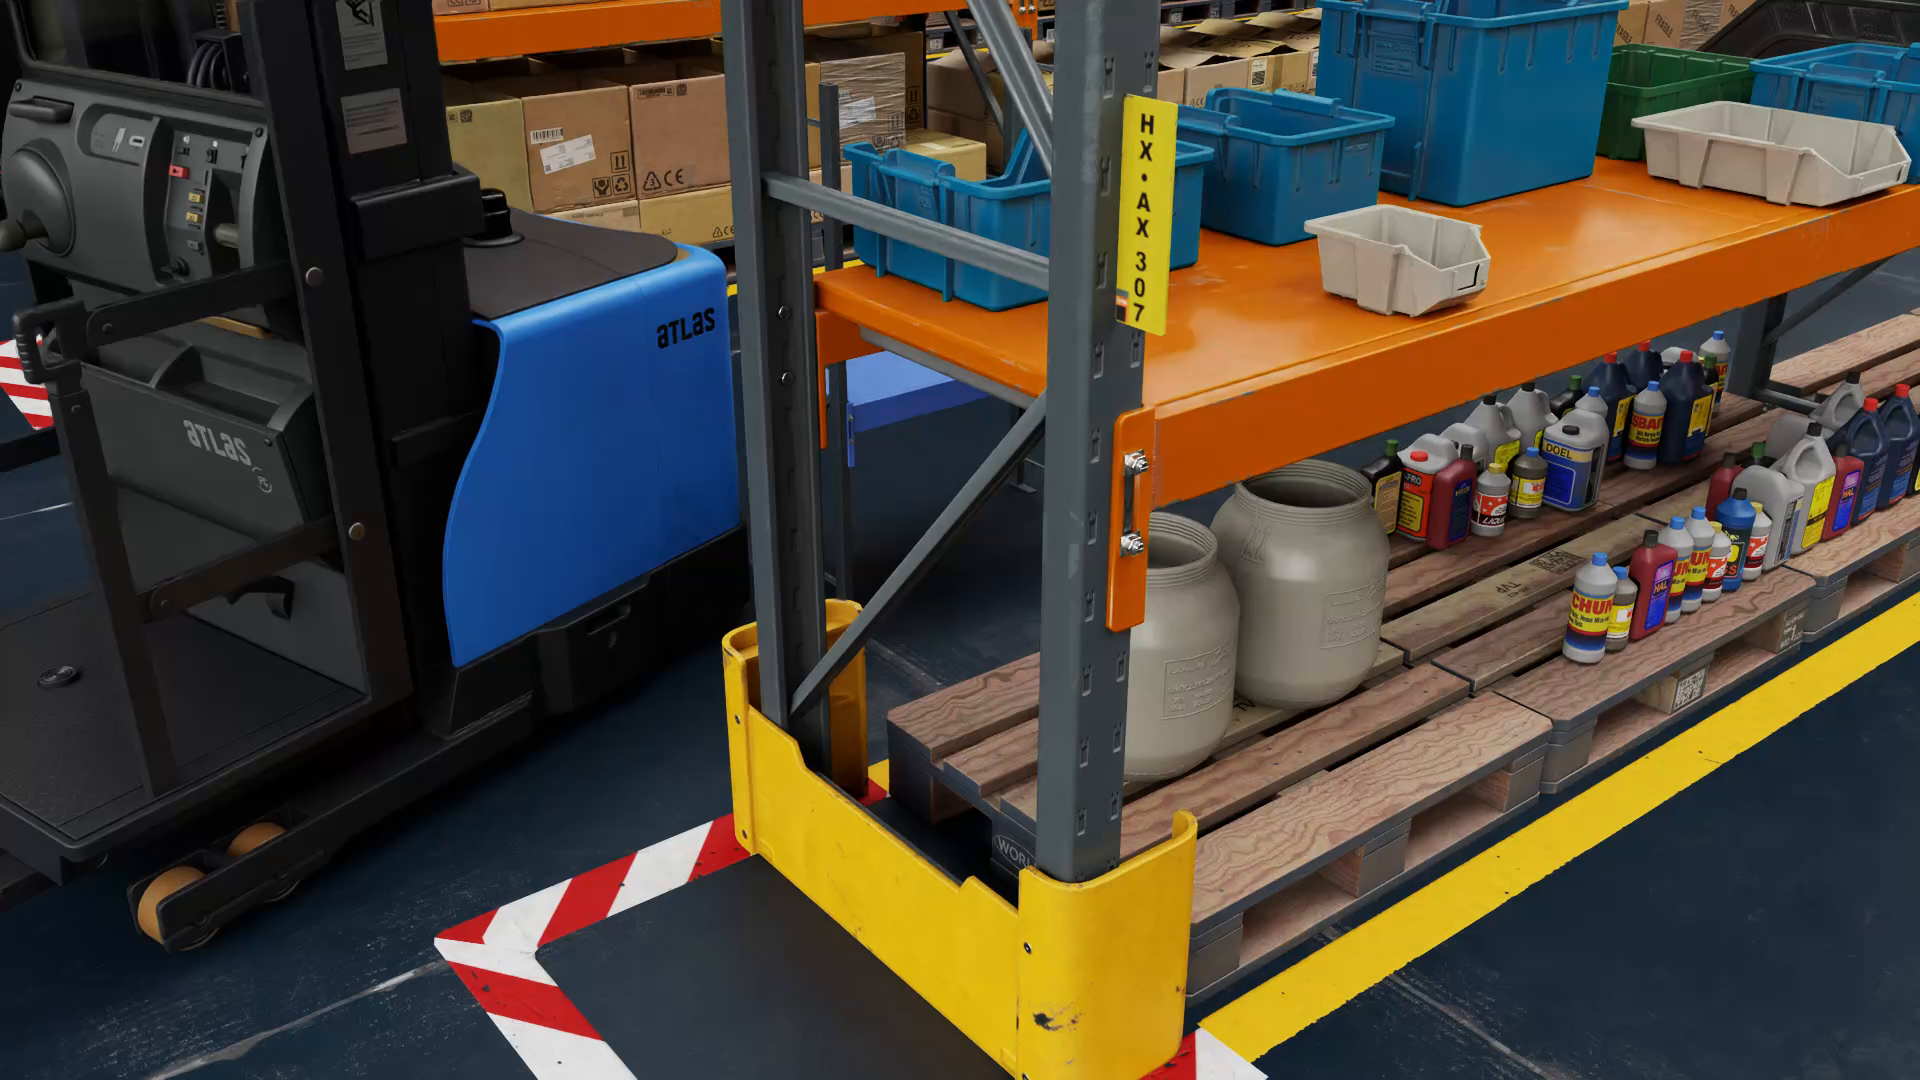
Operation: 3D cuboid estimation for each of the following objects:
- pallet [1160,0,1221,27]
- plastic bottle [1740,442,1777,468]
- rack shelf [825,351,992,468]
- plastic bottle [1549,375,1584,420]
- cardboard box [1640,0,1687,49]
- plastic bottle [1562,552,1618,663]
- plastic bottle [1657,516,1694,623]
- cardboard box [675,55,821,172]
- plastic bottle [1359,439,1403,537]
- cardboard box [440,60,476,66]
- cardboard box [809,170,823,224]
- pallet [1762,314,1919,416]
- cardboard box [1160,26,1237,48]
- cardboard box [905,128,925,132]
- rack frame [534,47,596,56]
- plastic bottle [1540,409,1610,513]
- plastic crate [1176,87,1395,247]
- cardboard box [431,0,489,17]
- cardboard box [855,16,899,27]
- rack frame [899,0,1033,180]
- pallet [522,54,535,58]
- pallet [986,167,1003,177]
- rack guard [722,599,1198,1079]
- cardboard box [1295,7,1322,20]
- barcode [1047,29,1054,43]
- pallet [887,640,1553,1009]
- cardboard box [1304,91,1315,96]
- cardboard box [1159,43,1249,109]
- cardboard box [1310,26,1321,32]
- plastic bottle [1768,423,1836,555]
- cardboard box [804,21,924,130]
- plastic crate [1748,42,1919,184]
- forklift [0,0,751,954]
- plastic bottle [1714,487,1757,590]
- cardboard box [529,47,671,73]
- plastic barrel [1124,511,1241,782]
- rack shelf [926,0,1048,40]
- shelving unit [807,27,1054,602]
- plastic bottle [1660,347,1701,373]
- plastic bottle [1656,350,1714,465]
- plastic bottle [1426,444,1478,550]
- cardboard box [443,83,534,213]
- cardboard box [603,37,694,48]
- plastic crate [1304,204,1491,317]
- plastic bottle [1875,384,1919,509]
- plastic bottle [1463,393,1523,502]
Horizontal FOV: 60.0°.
[{"bbox_3d":[1.733,-5.102,15.992,1.213,0.211,1.003,-18,31,-34],"label":"pallet"},{"bbox_3d":[2.254,-0.149,4.712,0.133,0.283,0.061,-18,31,-34],"label":"plastic bottle"},{"bbox_3d":[-0.067,-0.495,4.962,1.000,0.185,0.538,-18,31,-34],"label":"rack shelf"},{"bbox_3d":[1.876,-0.368,5.183,0.133,0.283,0.061,-17,30,-32],"label":"plastic bottle"},{"bbox_3d":[4.914,-3.725,12.159,0.500,0.500,0.500,-19,31,-36],"label":"cardboard box"},{"bbox_3d":[1.543,0.159,4.063,0.097,0.271,0.097,0,25,0],"label":"plastic bottle"},{"bbox_3d":[1.813,0.070,4.255,0.097,0.271,0.097,0,25,0],"label":"plastic bottle"},{"bbox_3d":[-1.004,-2.026,7.929,0.500,0.500,0.500,-18,31,-34],"label":"cardboard box"},{"bbox_3d":[1.180,-0.138,4.688,0.133,0.283,0.061,-17,30,-33],"label":"plastic bottle"},{"bbox_3d":[-3.833,-3.615,11.924,0.500,0.500,0.500,-21,32,-38],"label":"cardboard box"},{"bbox_3d":[-0.996,-1.682,8.078,0.500,0.250,0.500,-18,31,-34],"label":"cardboard box"},{"bbox_3d":[3.666,-0.503,6.082,1.213,0.211,1.003,-18,31,-34],"label":"pallet"},{"bbox_3d":[1.358,-2.986,10.222,0.500,0.311,0.500,-19,31,-35],"label":"cardboard box"},{"bbox_3d":[-0.534,-2.116,9.013,0.500,0.250,0.500,-18,31,-34],"label":"cardboard box"},{"bbox_3d":[-3.041,-4.833,12.100,0.127,3.000,1.000,-18,31,-34],"label":"rack frame"},{"bbox_3d":[1.809,-0.241,4.918,0.135,0.276,0.152,-18,31,-34],"label":"plastic bottle"},{"bbox_3d":[0.648,-0.840,3.674,0.408,0.251,0.499,-18,31,-34],"label":"plastic crate"},{"bbox_3d":[-2.344,-2.454,6.855,0.500,0.500,0.700,-17,30,-33],"label":"cardboard box"},{"bbox_3d":[-0.905,-4.638,14.127,0.500,0.500,0.700,-18,31,-34],"label":"cardboard box"},{"bbox_3d":[0.018,-3.193,8.566,0.127,3.000,1.000,-18,31,-34],"label":"rack frame"},{"bbox_3d":[-3.548,-3.382,12.285,1.213,0.211,1.003,-18,31,-34],"label":"pallet"},{"bbox_3d":[0.574,-2.132,9.593,1.213,0.211,1.003,-18,31,-34],"label":"pallet"},{"bbox_3d":[-0.045,0.587,3.392,0.348,0.500,1.175,-18,31,-34],"label":"rack guard"},{"bbox_3d":[2.573,-3.390,11.094,0.500,0.311,0.500,-17,30,-32],"label":"cardboard box"},{"bbox_3d":[0.476,-2.622,8.643,0.075,0.075,0.001,-18,31,-34],"label":"barcode"},{"bbox_3d":[0.598,0.509,3.903,1.213,0.211,1.003,-18,31,-34],"label":"pallet"},{"bbox_3d":[2.101,-2.693,10.256,0.500,0.250,0.500,-17,30,-33],"label":"cardboard box"},{"bbox_3d":[1.301,-2.678,9.559,0.500,0.311,0.500,-19,31,-36],"label":"cardboard box"},{"bbox_3d":[2.501,-3.074,10.413,0.500,0.311,0.500,-19,31,-35],"label":"cardboard box"},{"bbox_3d":[2.338,-0.152,4.639,0.185,0.351,0.144,-18,31,-34],"label":"plastic bottle"},{"bbox_3d":[-0.540,-2.459,8.862,0.500,0.500,0.500,-18,31,-34],"label":"cardboard box"},{"bbox_3d":[2.369,-1.106,4.246,0.616,0.251,0.499,-18,31,-34],"label":"plastic crate"},{"bbox_3d":[-1.848,-0.715,3.309,1.130,2.935,3.031,16,29,31],"label":"forklift"},{"bbox_3d":[2.051,-0.009,4.425,0.097,0.271,0.097,0,25,0],"label":"plastic bottle"},{"bbox_3d":[-1.719,-2.069,8.021,0.500,0.500,0.500,-18,31,-34],"label":"cardboard box"},{"bbox_3d":[0.395,0.230,3.647,0.421,0.512,0.421,0,25,0],"label":"plastic barrel"},{"bbox_3d":[1.592,-3.386,9.837,4.000,0.370,1.077,-18,31,-34],"label":"rack shelf"},{"bbox_3d":[-0.067,-0.658,4.887,1.048,1.500,0.538,-18,31,-34],"label":"shelving unit"},{"bbox_3d":[2.313,-0.484,5.443,0.135,0.276,0.152,-17,30,-32],"label":"plastic bottle"},{"bbox_3d":[2.270,-0.429,5.235,0.185,0.351,0.144,-18,31,-34],"label":"plastic bottle"},{"bbox_3d":[1.380,-0.123,4.655,0.133,0.283,0.061,-18,31,-34],"label":"plastic bottle"},{"bbox_3d":[-2.178,-1.633,7.082,0.500,0.500,0.500,-18,31,-34],"label":"cardboard box"},{"bbox_3d":[-2.472,-4.095,12.957,0.500,0.500,0.700,-17,30,-32],"label":"cardboard box"},{"bbox_3d":[0.827,-0.518,3.116,0.250,0.136,0.298,-18,31,-34],"label":"plastic crate"},{"bbox_3d":[2.743,-0.286,4.927,0.185,0.351,0.144,-19,31,-35],"label":"plastic bottle"},{"bbox_3d":[1.551,-0.269,4.890,0.185,0.351,0.144,-17,30,-32],"label":"plastic bottle"}]
